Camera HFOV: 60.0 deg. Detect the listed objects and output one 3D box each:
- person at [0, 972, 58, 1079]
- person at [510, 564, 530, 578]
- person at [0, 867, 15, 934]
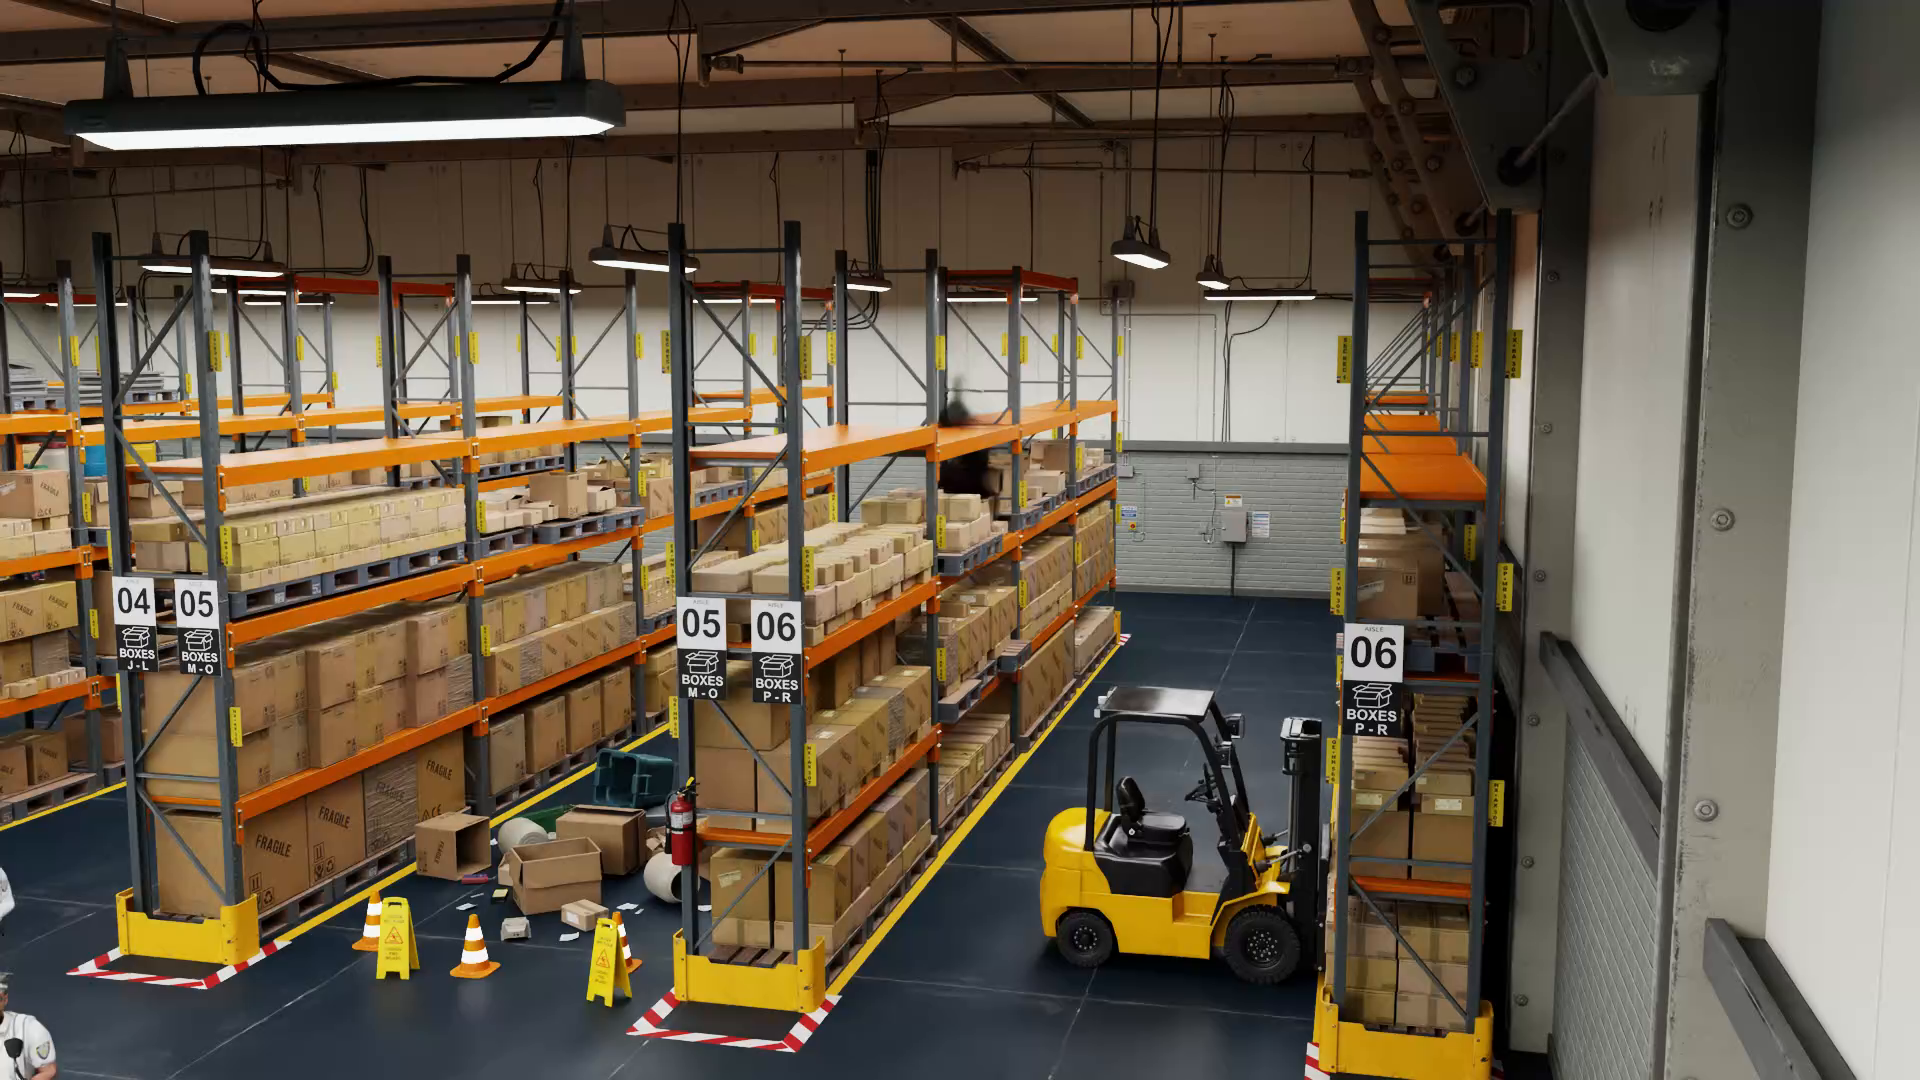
[{"bbox_3d":[-5.216,3.212,8.983,0.635,1.828,0.725,-4,8,-31],"label":"person"},{"bbox_3d":[-6.753,1.170,25.714,0.672,1.823,0.763,1,7,4],"label":"person"},{"bbox_3d":[-7.156,2.891,12.006,0.604,1.656,0.549,-4,8,-27],"label":"person"}]
